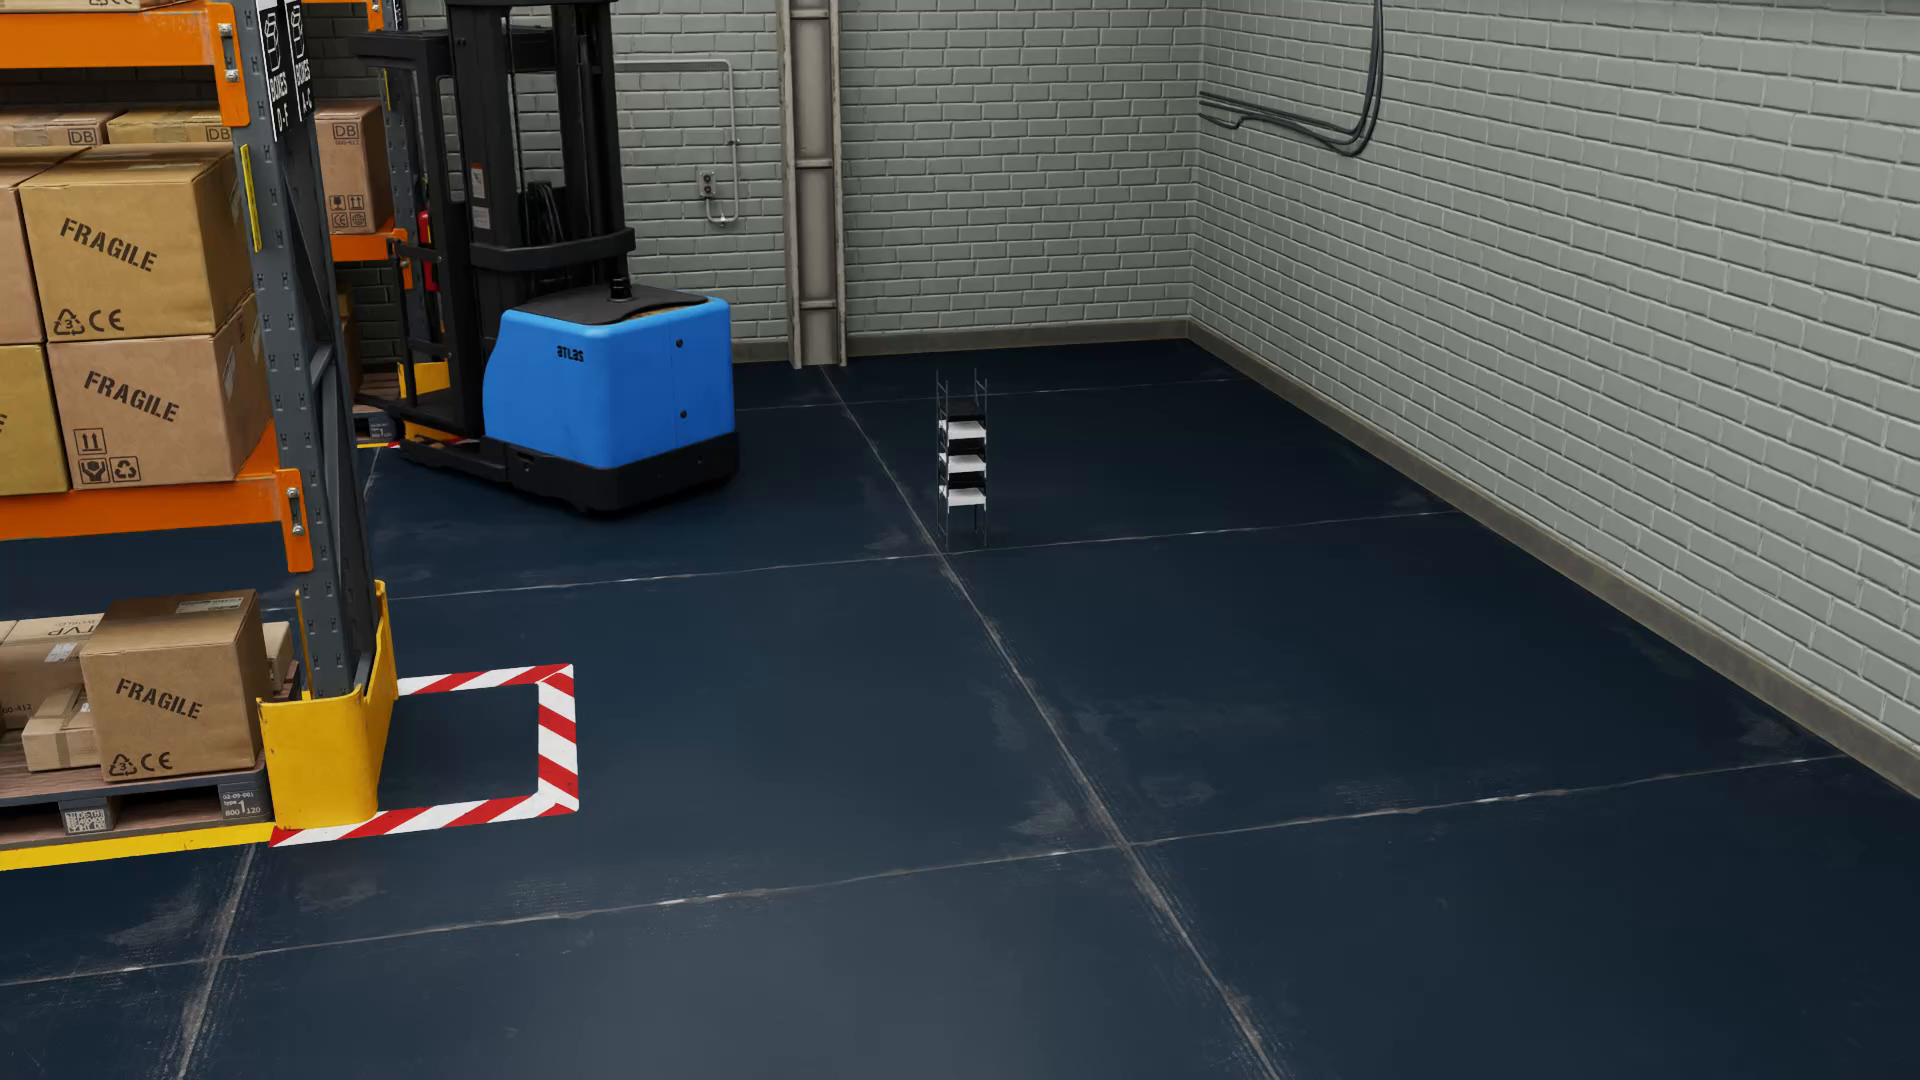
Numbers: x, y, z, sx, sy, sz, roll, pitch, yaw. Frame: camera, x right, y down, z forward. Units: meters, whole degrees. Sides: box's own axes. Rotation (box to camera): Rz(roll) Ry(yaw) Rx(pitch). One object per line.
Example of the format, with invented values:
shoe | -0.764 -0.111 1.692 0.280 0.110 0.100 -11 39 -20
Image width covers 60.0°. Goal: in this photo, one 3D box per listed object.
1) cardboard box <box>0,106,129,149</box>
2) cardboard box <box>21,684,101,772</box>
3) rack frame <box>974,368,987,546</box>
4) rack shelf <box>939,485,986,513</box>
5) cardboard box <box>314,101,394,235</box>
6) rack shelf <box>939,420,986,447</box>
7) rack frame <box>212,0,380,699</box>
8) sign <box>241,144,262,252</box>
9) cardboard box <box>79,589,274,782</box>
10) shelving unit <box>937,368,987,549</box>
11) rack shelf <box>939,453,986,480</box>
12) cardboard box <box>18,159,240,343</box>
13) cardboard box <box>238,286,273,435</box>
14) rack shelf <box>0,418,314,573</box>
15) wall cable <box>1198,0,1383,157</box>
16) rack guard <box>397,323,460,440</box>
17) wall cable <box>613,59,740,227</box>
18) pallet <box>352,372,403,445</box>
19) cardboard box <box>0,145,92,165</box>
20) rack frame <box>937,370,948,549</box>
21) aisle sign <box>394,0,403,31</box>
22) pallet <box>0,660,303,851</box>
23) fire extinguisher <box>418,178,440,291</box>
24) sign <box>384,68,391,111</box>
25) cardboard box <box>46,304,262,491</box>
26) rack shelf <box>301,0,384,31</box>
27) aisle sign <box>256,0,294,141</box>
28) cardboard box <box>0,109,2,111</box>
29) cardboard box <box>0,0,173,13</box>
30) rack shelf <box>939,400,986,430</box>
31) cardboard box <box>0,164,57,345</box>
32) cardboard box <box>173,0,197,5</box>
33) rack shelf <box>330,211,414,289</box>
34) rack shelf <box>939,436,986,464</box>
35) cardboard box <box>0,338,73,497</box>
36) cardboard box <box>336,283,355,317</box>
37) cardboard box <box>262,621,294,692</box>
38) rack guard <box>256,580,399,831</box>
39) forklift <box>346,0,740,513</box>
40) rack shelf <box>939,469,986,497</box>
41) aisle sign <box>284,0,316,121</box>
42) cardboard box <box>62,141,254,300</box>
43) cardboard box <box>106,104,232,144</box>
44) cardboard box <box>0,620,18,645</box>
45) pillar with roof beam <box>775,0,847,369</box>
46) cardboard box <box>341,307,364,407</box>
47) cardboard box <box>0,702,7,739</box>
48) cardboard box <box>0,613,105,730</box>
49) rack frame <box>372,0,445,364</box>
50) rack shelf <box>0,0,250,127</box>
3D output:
cardboard box | -5.436 -2.212 10.056 0.700 0.700 0.980 -6 21 -15
cardboard box | -3.236 0.676 6.088 0.250 0.166 0.380 -5 21 -12
rack frame | 0.107 -0.431 8.684 0.006 0.900 0.240 -5 21 -12
rack shelf | 0.008 -0.223 8.735 0.200 0.077 0.258 -5 21 -12
cardboard box | -3.987 -2.330 10.380 0.700 0.700 0.980 -4 20 -10
rack shelf | 0.008 -0.561 8.611 0.200 0.077 0.258 -5 21 -12
rack frame | -2.349 -0.575 6.025 0.127 3.000 1.000 -5 21 -12
sign | -2.241 -1.080 5.260 0.005 0.325 0.100 -5 21 -12
cardboard box | -2.822 0.517 6.036 0.500 0.500 0.500 -5 21 -12
shelving unit | 0.008 -0.423 8.662 0.210 0.900 0.258 -5 21 -12
rack shelf | 0.008 -0.392 8.673 0.200 0.077 0.258 -5 21 -12
cardboard box | -2.719 -0.965 5.488 0.500 0.500 0.500 -5 21 -13
cardboard box | -2.842 -0.676 6.153 0.500 0.500 0.500 -4 21 -11
rack shelf | -4.295 -0.079 5.716 4.000 0.370 1.077 -5 21 -12
wall cable | 2.094 -3.920 10.948 0.112 2.526 3.097 -5 21 -12
rack guard | -3.469 -1.062 10.986 0.348 0.500 1.175 -5 21 -12
wall cable | -2.464 -3.128 11.517 1.851 1.984 0.084 -5 21 -12
pallet | -4.253 -0.834 10.786 1.213 0.211 1.003 -5 21 -12
cardboard box | -3.349 -1.101 5.861 0.500 0.500 0.500 -4 21 -12
rack frame | -0.091 -0.415 8.640 0.006 0.900 0.240 -5 21 -12
aisle sign | -3.354 -3.359 9.845 0.004 0.787 0.394 -5 21 -12
pallet | -3.199 0.803 6.315 1.213 0.211 1.003 -5 21 -12
fire extinguisher | -3.240 -1.879 10.239 0.183 0.674 0.296 -5 21 -12
sign | -3.381 -2.706 9.812 0.005 0.325 0.100 -5 21 -12
cardboard box | -2.722 -0.496 5.662 0.500 0.500 0.500 -4 20 -11
rack shelf | -5.439 -3.146 9.726 4.000 0.370 1.077 -5 21 -12
aisle sign | -2.212 -1.699 5.312 0.004 0.787 0.394 -5 21 -12
cardboard box | -6.142 -2.151 9.890 0.700 0.700 0.980 -5 21 -14
cardboard box | -2.788 -1.785 5.183 0.500 0.250 0.500 -5 21 -12
rack shelf | 0.008 -0.645 8.580 0.200 0.077 0.258 -5 21 -12
cardboard box | -3.210 -0.924 5.378 0.500 0.500 0.500 -4 21 -11
cardboard box | -2.907 -1.958 5.656 0.500 0.250 0.500 -5 21 -12
rack shelf | -5.439 -1.737 10.242 4.000 0.370 1.077 -5 21 -12
rack shelf | 0.008 -0.476 8.642 0.200 0.077 0.258 -5 21 -12
cardboard box | -3.226 -0.454 5.547 0.500 0.500 0.500 -4 21 -12
cardboard box | -4.075 -1.549 10.764 0.250 0.149 0.380 -5 21 -12
cardboard box | -2.836 0.475 6.663 0.250 0.149 0.380 -5 21 -12
rack guard | -2.423 0.604 6.438 0.348 0.500 1.175 -5 21 -12
forklift | -2.759 -1.916 9.785 3.031 2.935 1.130 15 25 36
rack shelf | 0.008 -0.307 8.704 0.200 0.077 0.258 -5 21 -12
aisle sign | -2.350 -1.900 5.861 0.004 0.787 0.394 -5 21 -12
cardboard box | -2.842 -1.145 5.981 0.500 0.500 0.500 -4 20 -11
cardboard box | -4.692 -2.269 10.212 0.700 0.700 0.980 -5 21 -13
cardboard box | -3.917 0.536 6.348 0.500 0.250 0.500 -5 21 -12
pillar with roof beam | -0.073 -4.113 6.959 0.400 9.000 9.100 -5 21 -12
cardboard box | -4.151 -1.168 10.666 0.500 0.500 0.700 -5 21 -12
cardboard box | -3.753 0.700 5.902 0.500 0.250 0.500 -5 21 -12
cardboard box | -3.430 0.497 6.456 0.500 0.250 0.500 -5 21 -12
rack frame | -3.493 -2.233 10.550 0.127 3.000 1.000 -5 21 -12
rack shelf | -4.295 -1.488 5.200 4.000 0.370 1.077 -5 21 -12
